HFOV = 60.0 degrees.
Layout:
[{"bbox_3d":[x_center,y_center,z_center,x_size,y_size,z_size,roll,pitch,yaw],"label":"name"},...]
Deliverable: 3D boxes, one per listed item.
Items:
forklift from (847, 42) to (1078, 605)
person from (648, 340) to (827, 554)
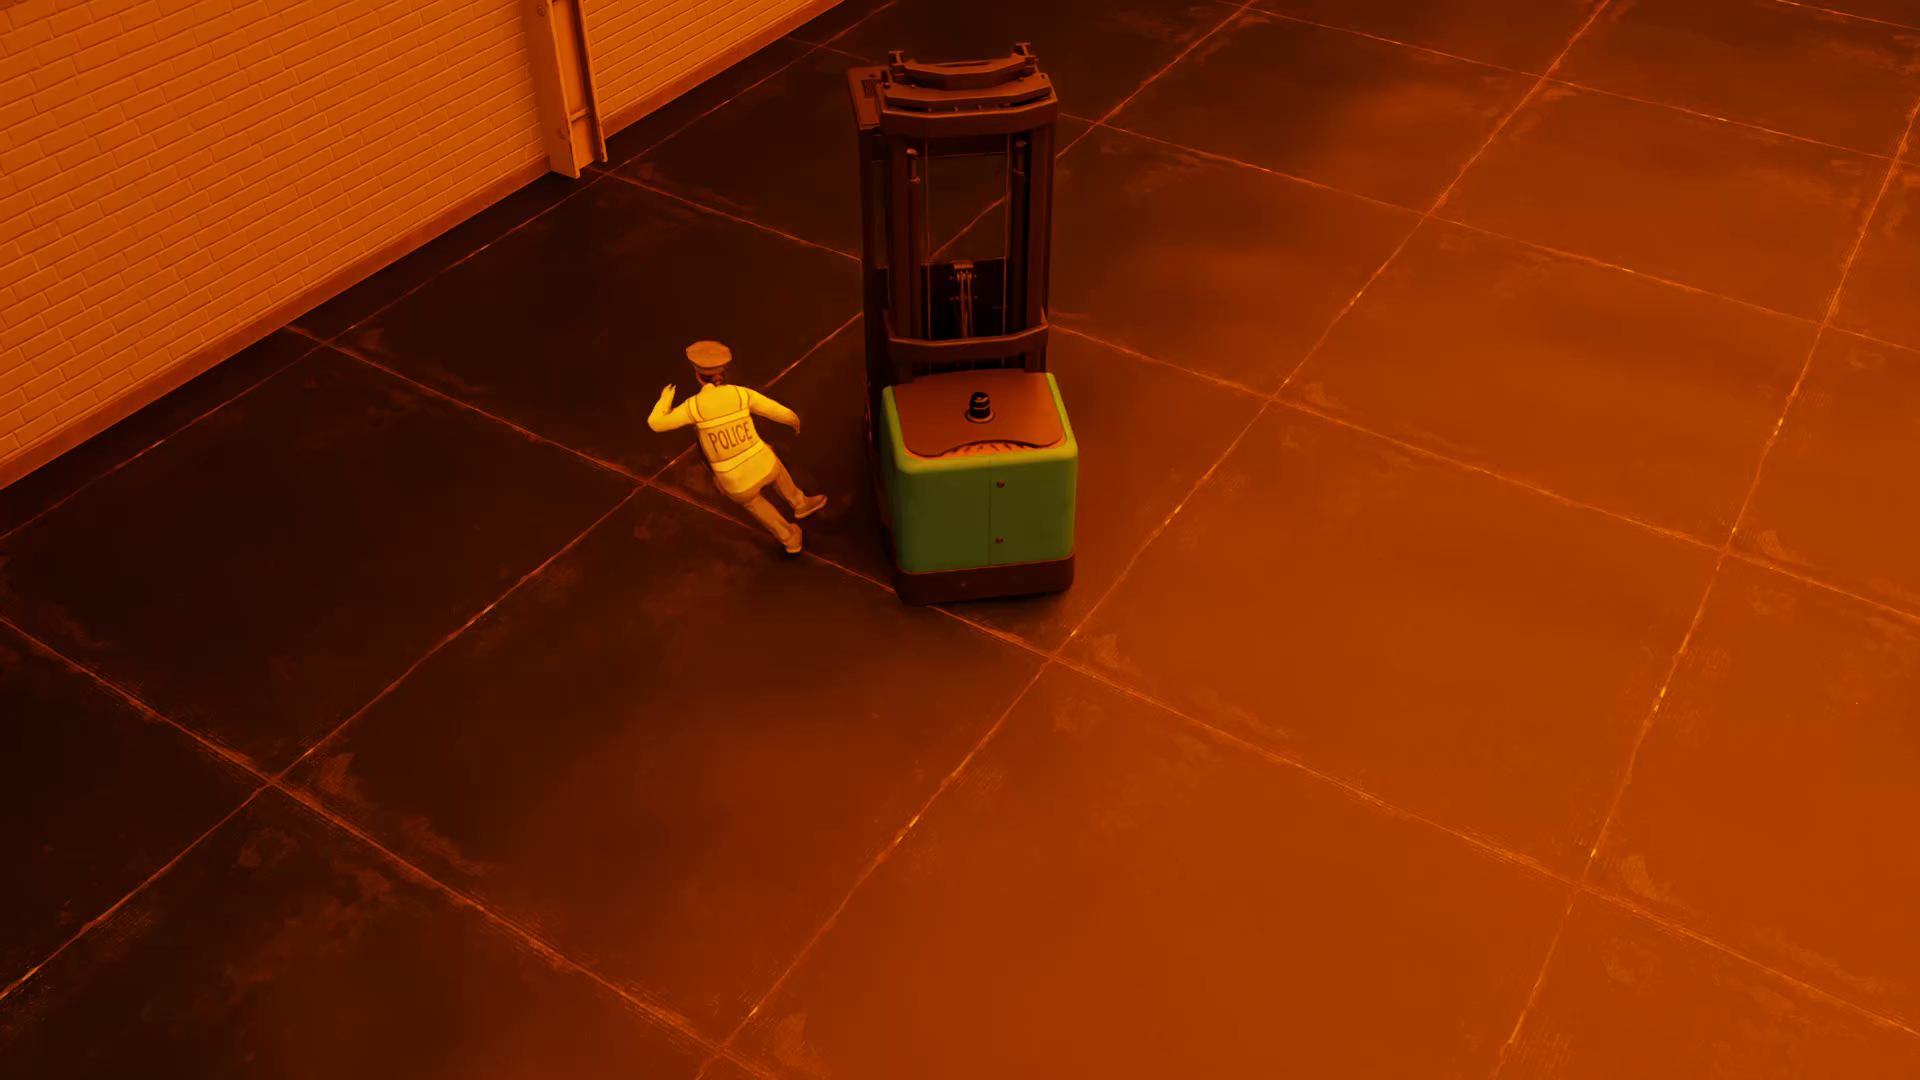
[{"bbox_3d":[-0.053,-1.694,9.966,1.130,2.935,3.031,-5,41,-6],"label":"forklift"},{"bbox_3d":[-1.290,-0.562,9.796,0.992,1.429,0.857,-24,46,-25],"label":"person"}]
